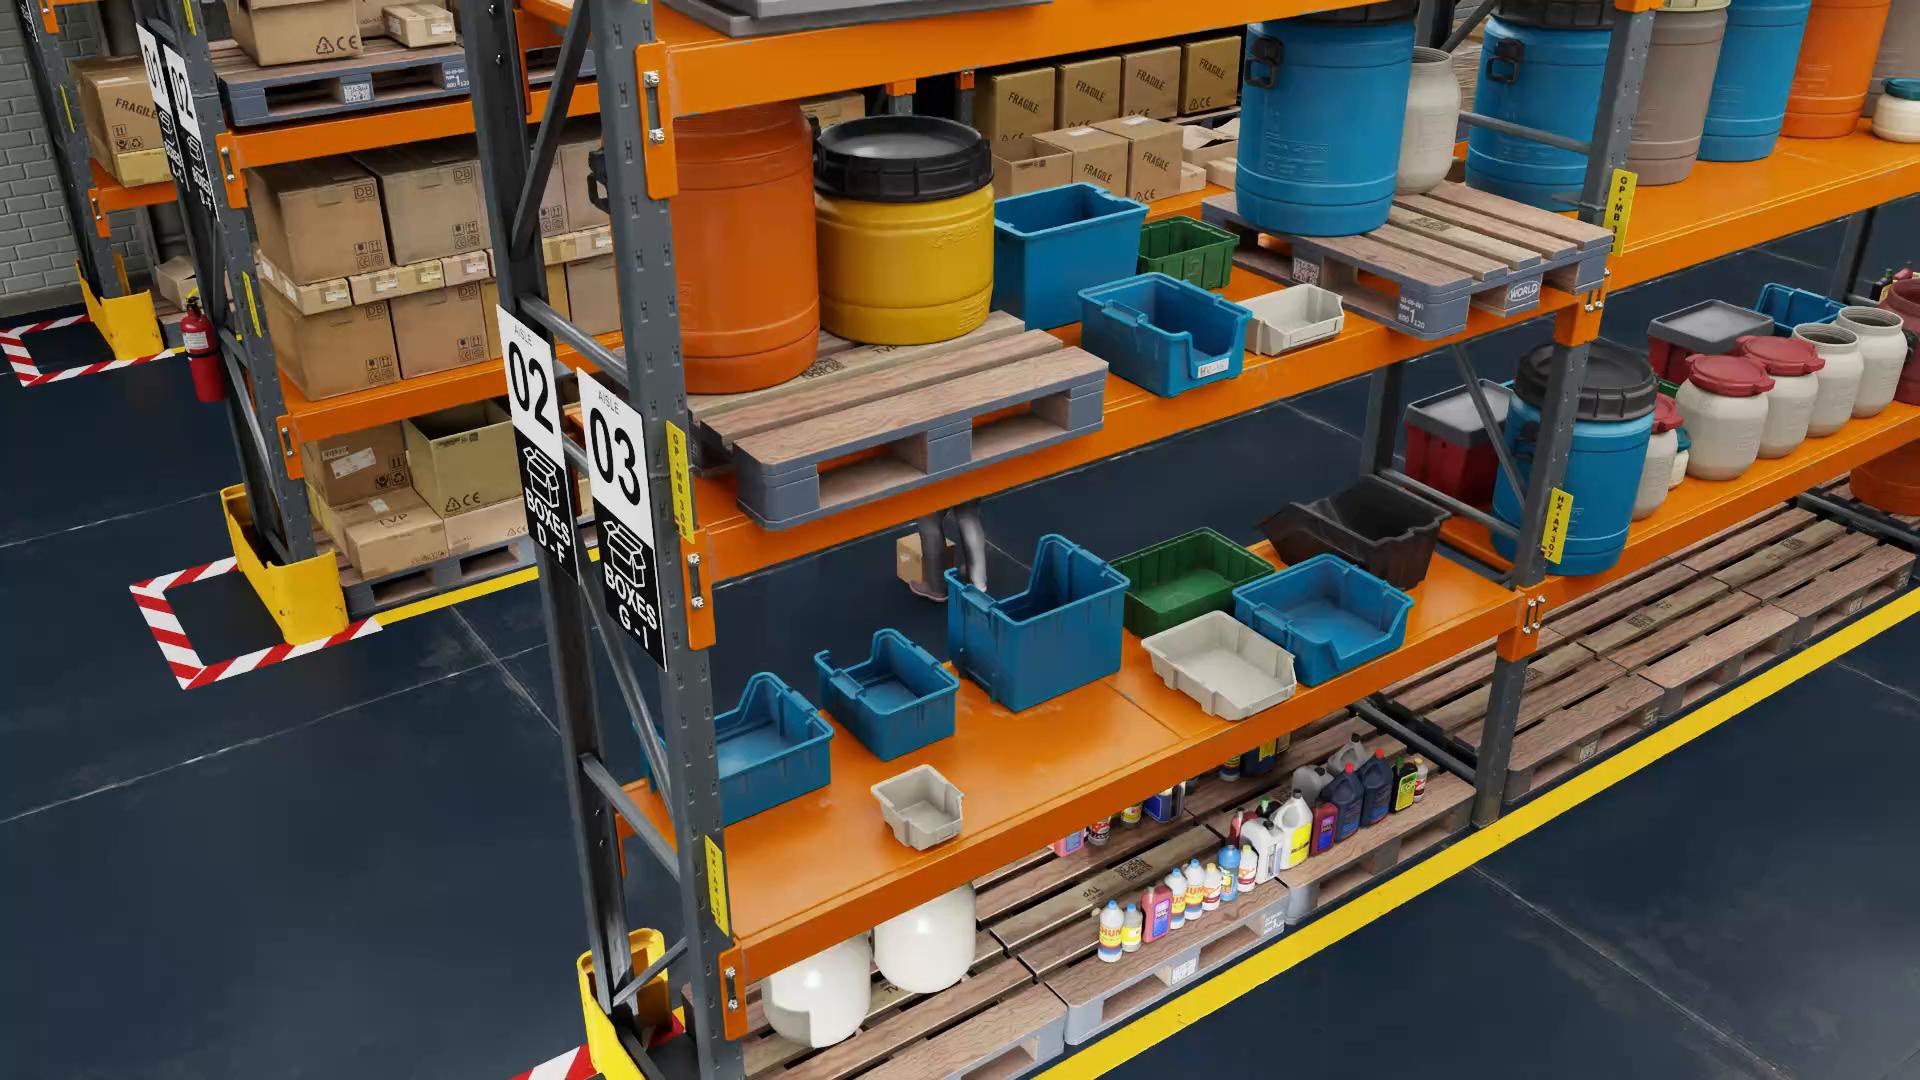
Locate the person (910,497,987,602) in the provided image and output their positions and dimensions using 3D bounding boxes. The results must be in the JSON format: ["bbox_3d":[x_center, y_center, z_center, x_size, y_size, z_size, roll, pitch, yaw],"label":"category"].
[{"bbox_3d":[-0.078,-0.416,9.386,0.532,1.655,0.400,-21,35,-33],"label":"person"}]
